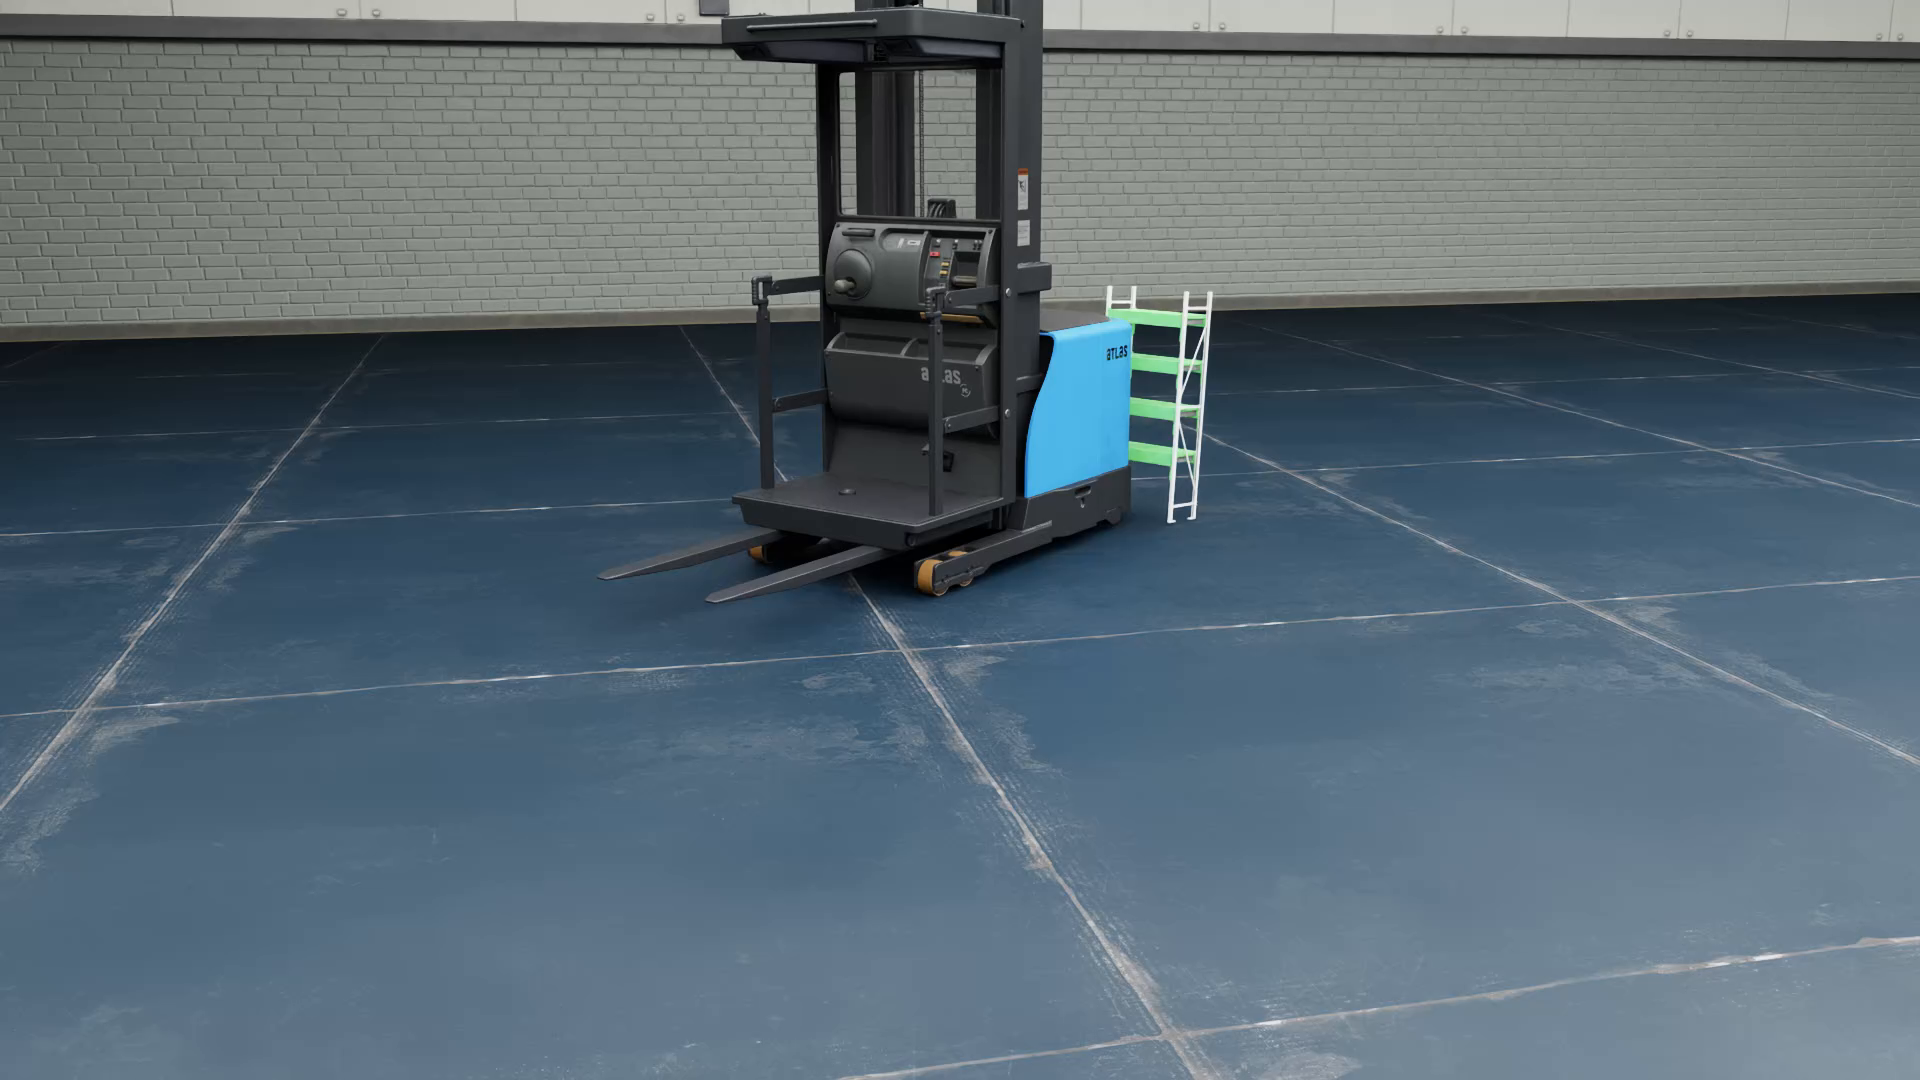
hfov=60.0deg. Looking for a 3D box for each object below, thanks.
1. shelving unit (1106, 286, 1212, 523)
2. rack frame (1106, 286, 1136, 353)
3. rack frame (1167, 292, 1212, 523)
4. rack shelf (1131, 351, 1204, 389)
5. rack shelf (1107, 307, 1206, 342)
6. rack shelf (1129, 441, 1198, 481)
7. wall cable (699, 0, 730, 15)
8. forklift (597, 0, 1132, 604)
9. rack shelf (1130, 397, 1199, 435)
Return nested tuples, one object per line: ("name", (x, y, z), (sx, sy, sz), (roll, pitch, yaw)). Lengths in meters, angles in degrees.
("shelving unit", (1.021, -0.731, 8.855), (0.503, 1.200, 0.258), (12, 14, 40))
("rack frame", (0.839, -0.770, 9.013), (0.015, 1.200, 0.240), (12, 14, 40))
("rack frame", (1.202, -0.692, 8.697), (0.015, 1.200, 0.240), (12, 14, 40))
("rack shelf", (1.029, -0.904, 8.822), (0.480, 0.148, 0.258), (12, 14, 40))
("rack shelf", (1.041, -1.140, 8.778), (0.480, 0.148, 0.258), (12, 14, 40))
("rack shelf", (1.006, -0.433, 8.911), (0.480, 0.148, 0.258), (12, 14, 40))
("wall cable", (-1.572, -8.419, 16.761), (2.305, 6.003, 0.169), (-3, 14, -13))
("forklift", (-0.358, -1.303, 7.585), (1.130, 2.935, 3.031), (9, 17, 34))
("rack shelf", (1.018, -0.669, 8.867), (0.480, 0.148, 0.258), (12, 14, 40))
